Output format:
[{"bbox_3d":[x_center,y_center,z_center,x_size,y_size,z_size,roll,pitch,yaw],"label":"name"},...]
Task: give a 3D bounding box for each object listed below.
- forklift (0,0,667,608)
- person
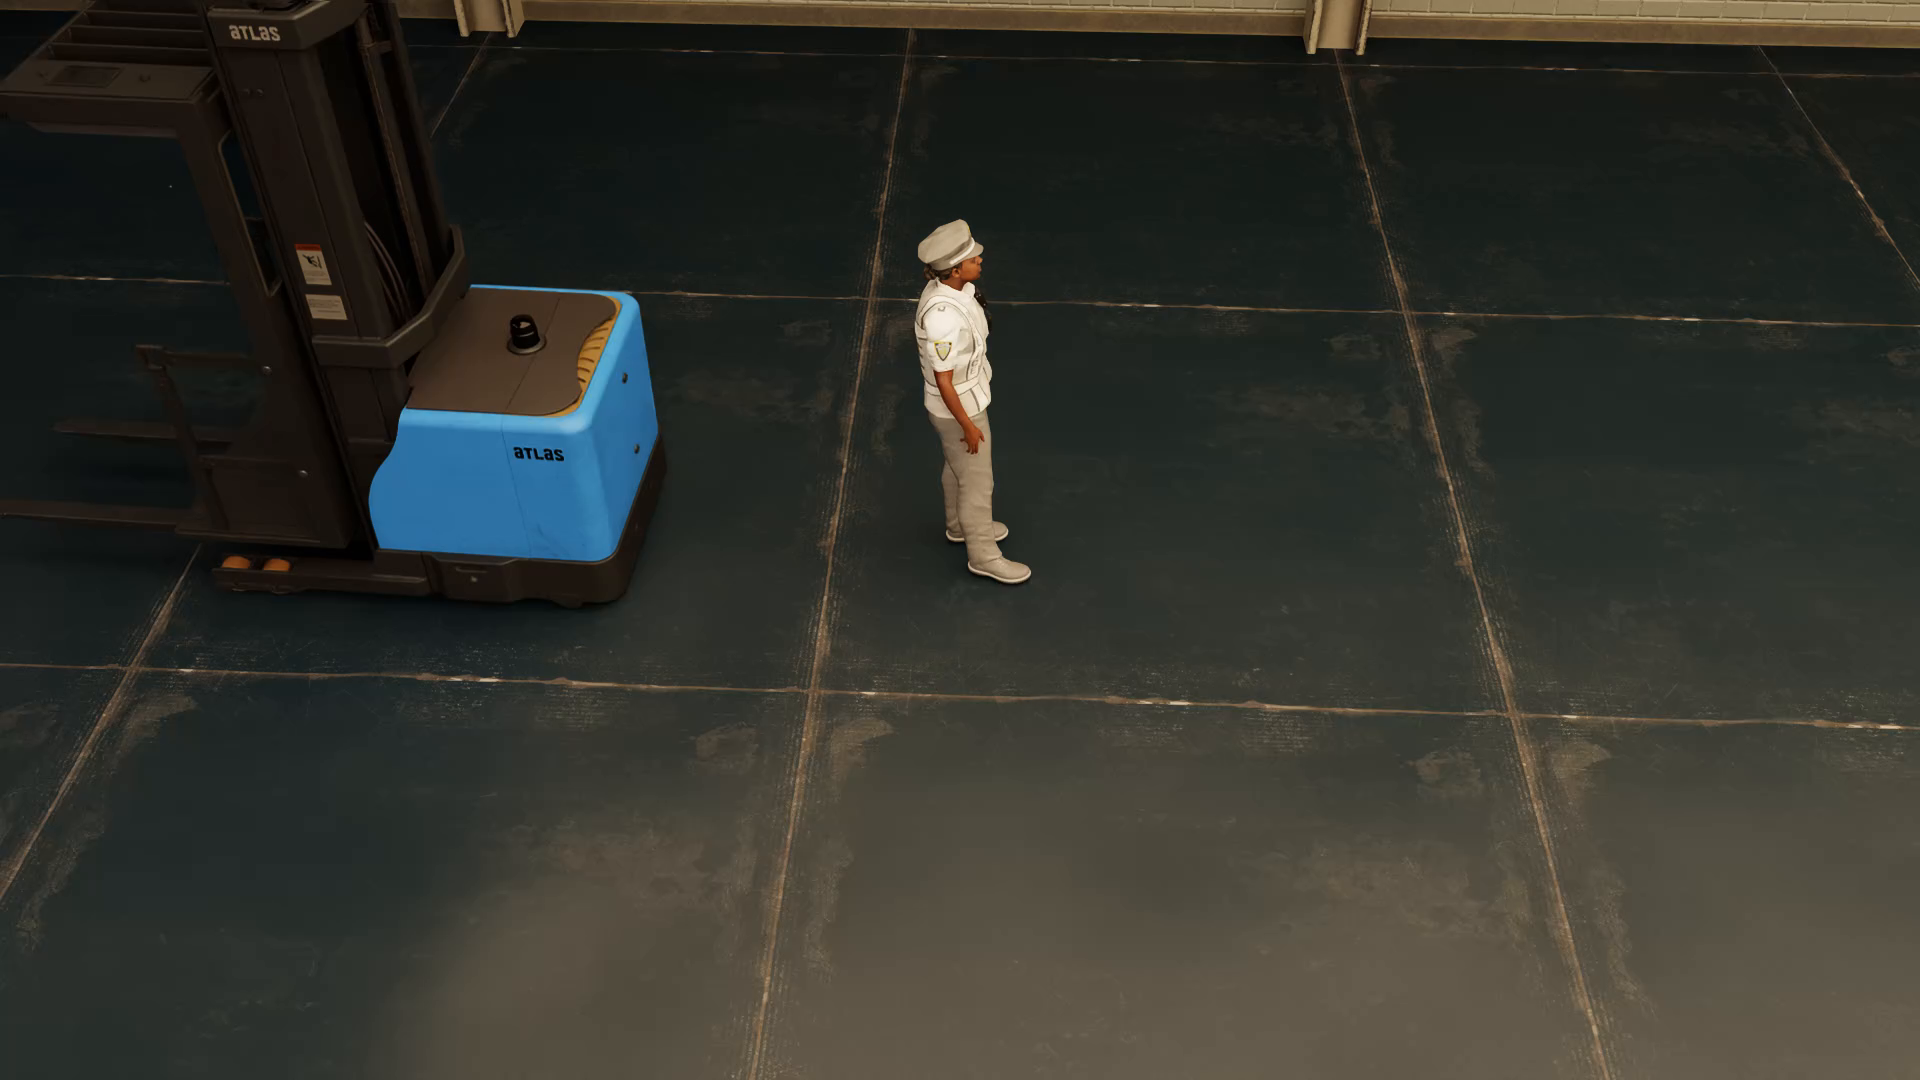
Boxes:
[{"bbox_3d":[-2.990,-1.186,7.041,3.031,2.935,1.130,4,43,4],"label":"forklift"},{"bbox_3d":[0.074,-0.616,7.323,0.528,1.695,0.569,2,42,2],"label":"person"}]
